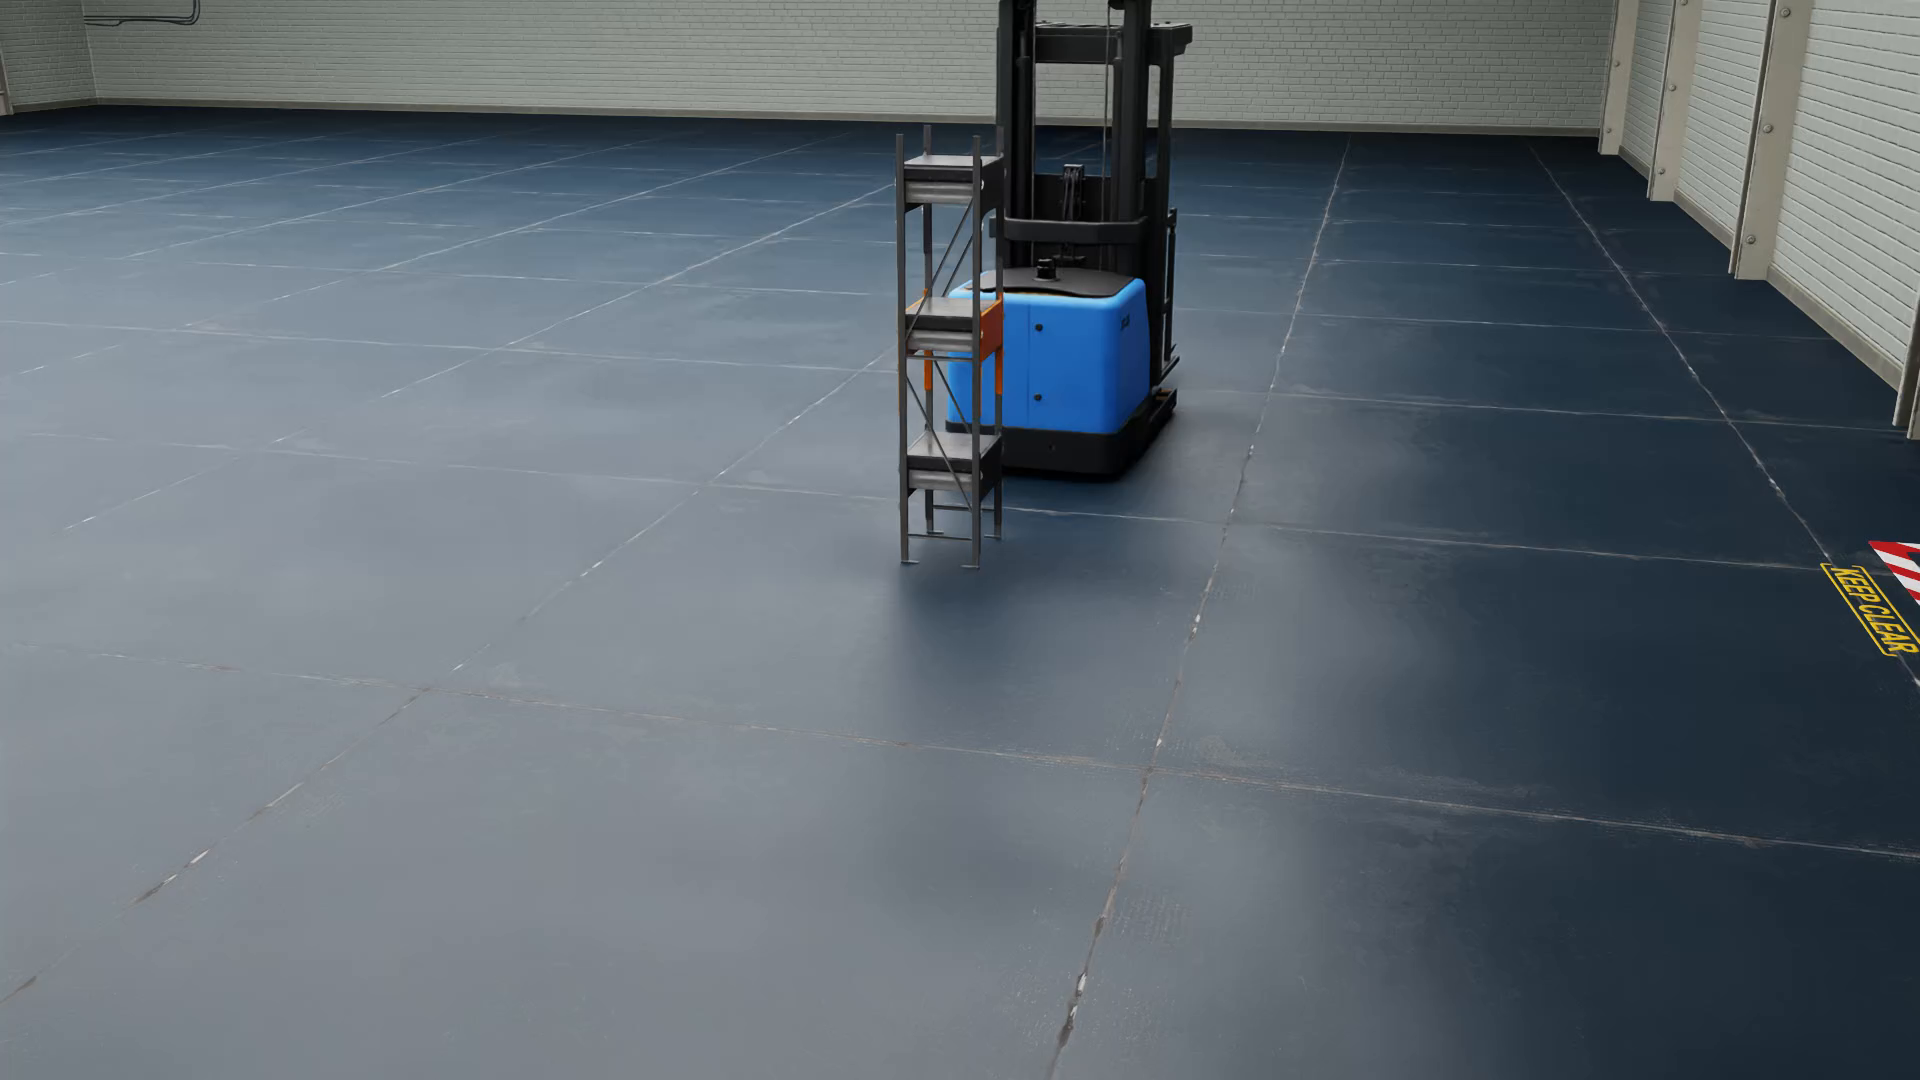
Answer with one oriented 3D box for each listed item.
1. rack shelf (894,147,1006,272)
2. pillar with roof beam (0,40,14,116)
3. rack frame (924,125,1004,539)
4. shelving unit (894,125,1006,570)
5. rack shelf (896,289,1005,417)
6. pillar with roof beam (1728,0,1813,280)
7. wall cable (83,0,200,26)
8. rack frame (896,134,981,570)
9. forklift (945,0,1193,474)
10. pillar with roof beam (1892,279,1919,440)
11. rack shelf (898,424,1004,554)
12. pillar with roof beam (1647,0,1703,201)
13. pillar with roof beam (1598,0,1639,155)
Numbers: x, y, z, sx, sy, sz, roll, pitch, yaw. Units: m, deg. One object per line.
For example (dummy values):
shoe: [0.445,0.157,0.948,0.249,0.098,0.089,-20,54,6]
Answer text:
rack shelf: [-0.040,-1.591,7.974,0.431,0.518,0.480,5,19,13]
pillar with roof beam: [-15.743,-12.740,32.065,9.100,9.000,0.400,5,19,13]
rack frame: [0.019,-1.018,8.420,0.400,2.100,0.015,5,19,13]
shelving unit: [-0.040,-0.942,8.196,0.431,2.100,0.503,5,19,13]
rack shelf: [-0.040,-0.929,8.201,0.431,0.518,0.480,5,19,13]
pillar with roof beam: [3.521,-7.171,15.761,9.100,9.000,0.400,5,19,13]
wall cable: [-17.916,-12.430,35.960,3.097,2.526,0.112,5,19,13]
rack frame: [-0.100,-0.865,7.972,0.400,2.100,0.015,5,19,13]
forklift: [0.829,-2.205,10.610,1.130,2.935,3.031,6,20,16]
pillar with roof beam: [2.055,-5.291,10.255,9.100,9.000,0.400,5,19,13]
rack shelf: [-0.040,-0.266,8.427,0.431,0.518,0.480,5,19,13]
pillar with roof beam: [4.987,-9.052,21.266,9.100,9.000,0.400,5,19,13]
pillar with roof beam: [6.453,-10.932,26.772,9.100,9.000,0.400,5,19,13]
